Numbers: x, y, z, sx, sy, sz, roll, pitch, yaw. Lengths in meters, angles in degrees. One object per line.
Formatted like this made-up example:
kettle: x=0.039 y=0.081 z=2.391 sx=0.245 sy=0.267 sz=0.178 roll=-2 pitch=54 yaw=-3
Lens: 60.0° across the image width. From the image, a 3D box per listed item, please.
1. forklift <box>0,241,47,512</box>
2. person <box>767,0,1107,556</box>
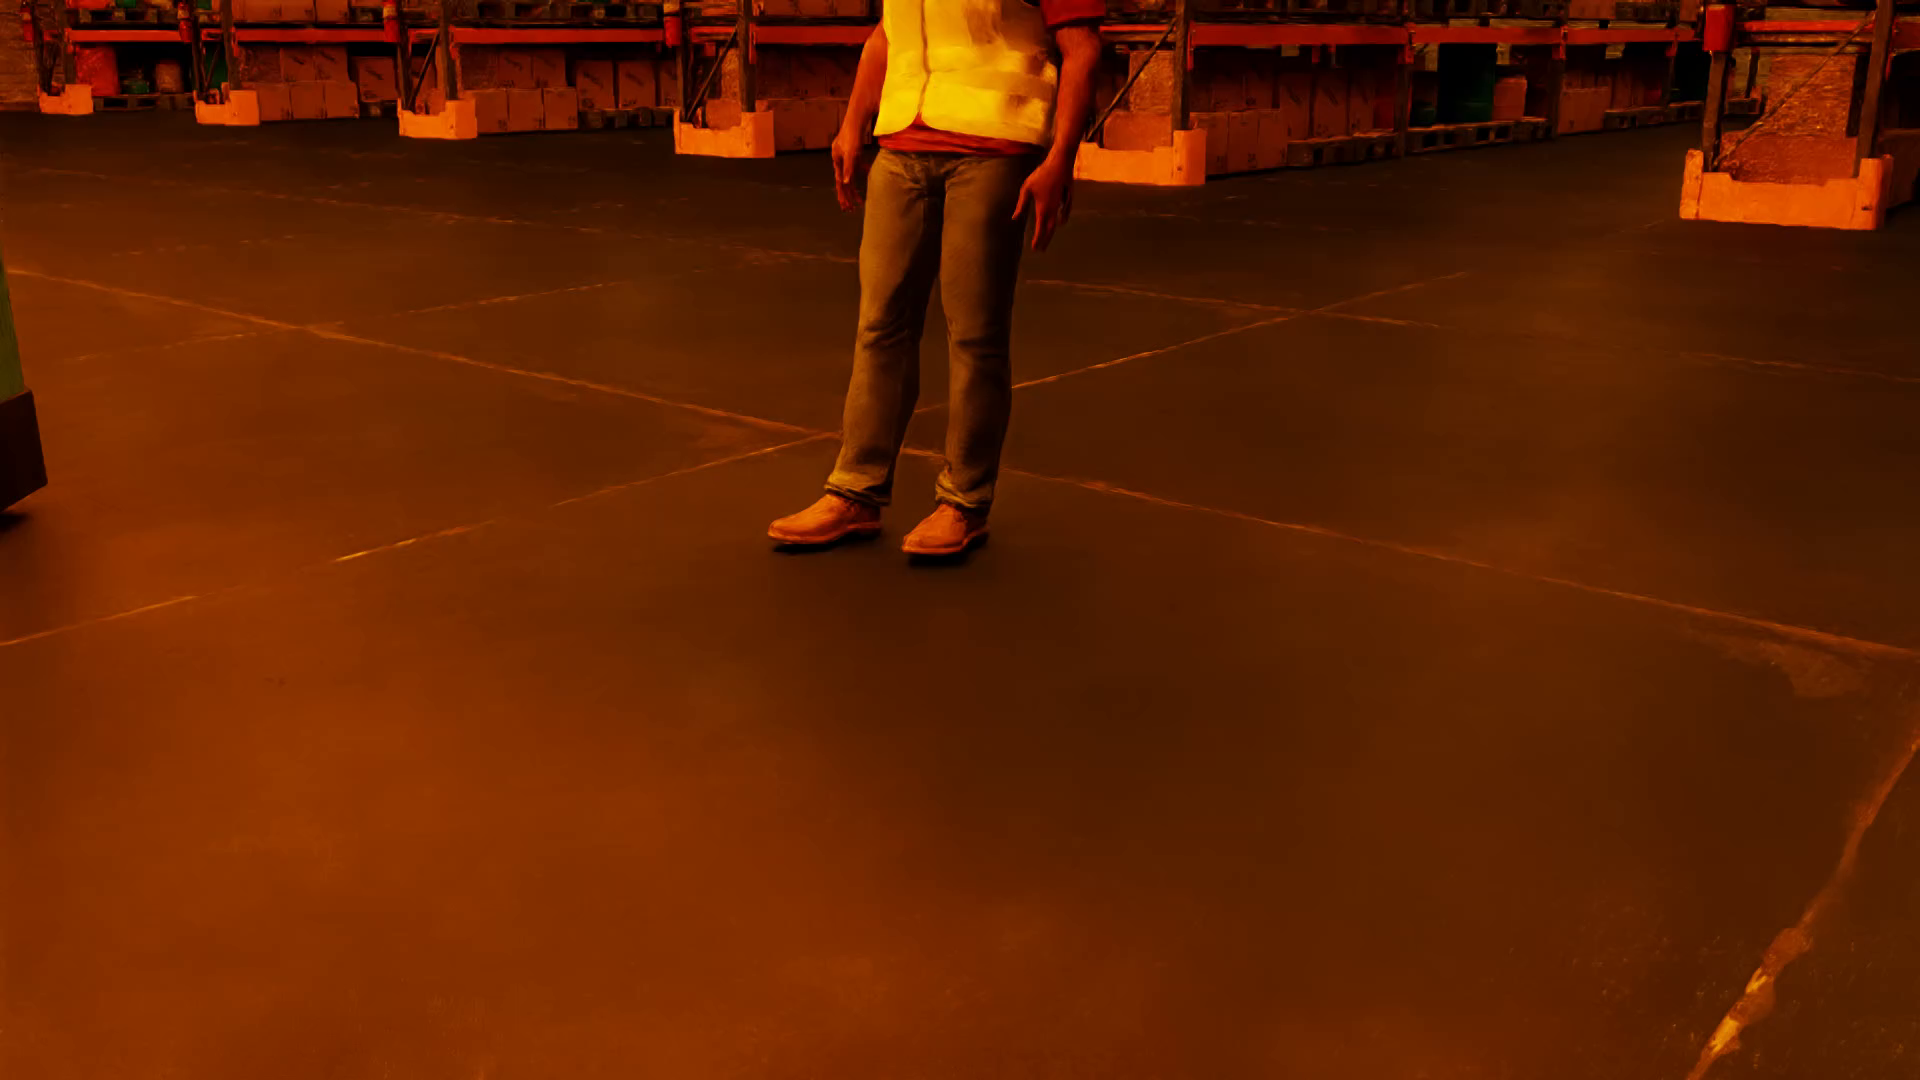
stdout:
forklift: x=-3.745 y=-1.304 z=3.192 sx=3.031 sy=2.935 sz=1.130 roll=-2 pitch=17 yaw=-5
person: x=-0.048 y=-0.837 z=3.635 sx=0.665 sy=1.766 sz=0.576 roll=13 pitch=21 yaw=37
